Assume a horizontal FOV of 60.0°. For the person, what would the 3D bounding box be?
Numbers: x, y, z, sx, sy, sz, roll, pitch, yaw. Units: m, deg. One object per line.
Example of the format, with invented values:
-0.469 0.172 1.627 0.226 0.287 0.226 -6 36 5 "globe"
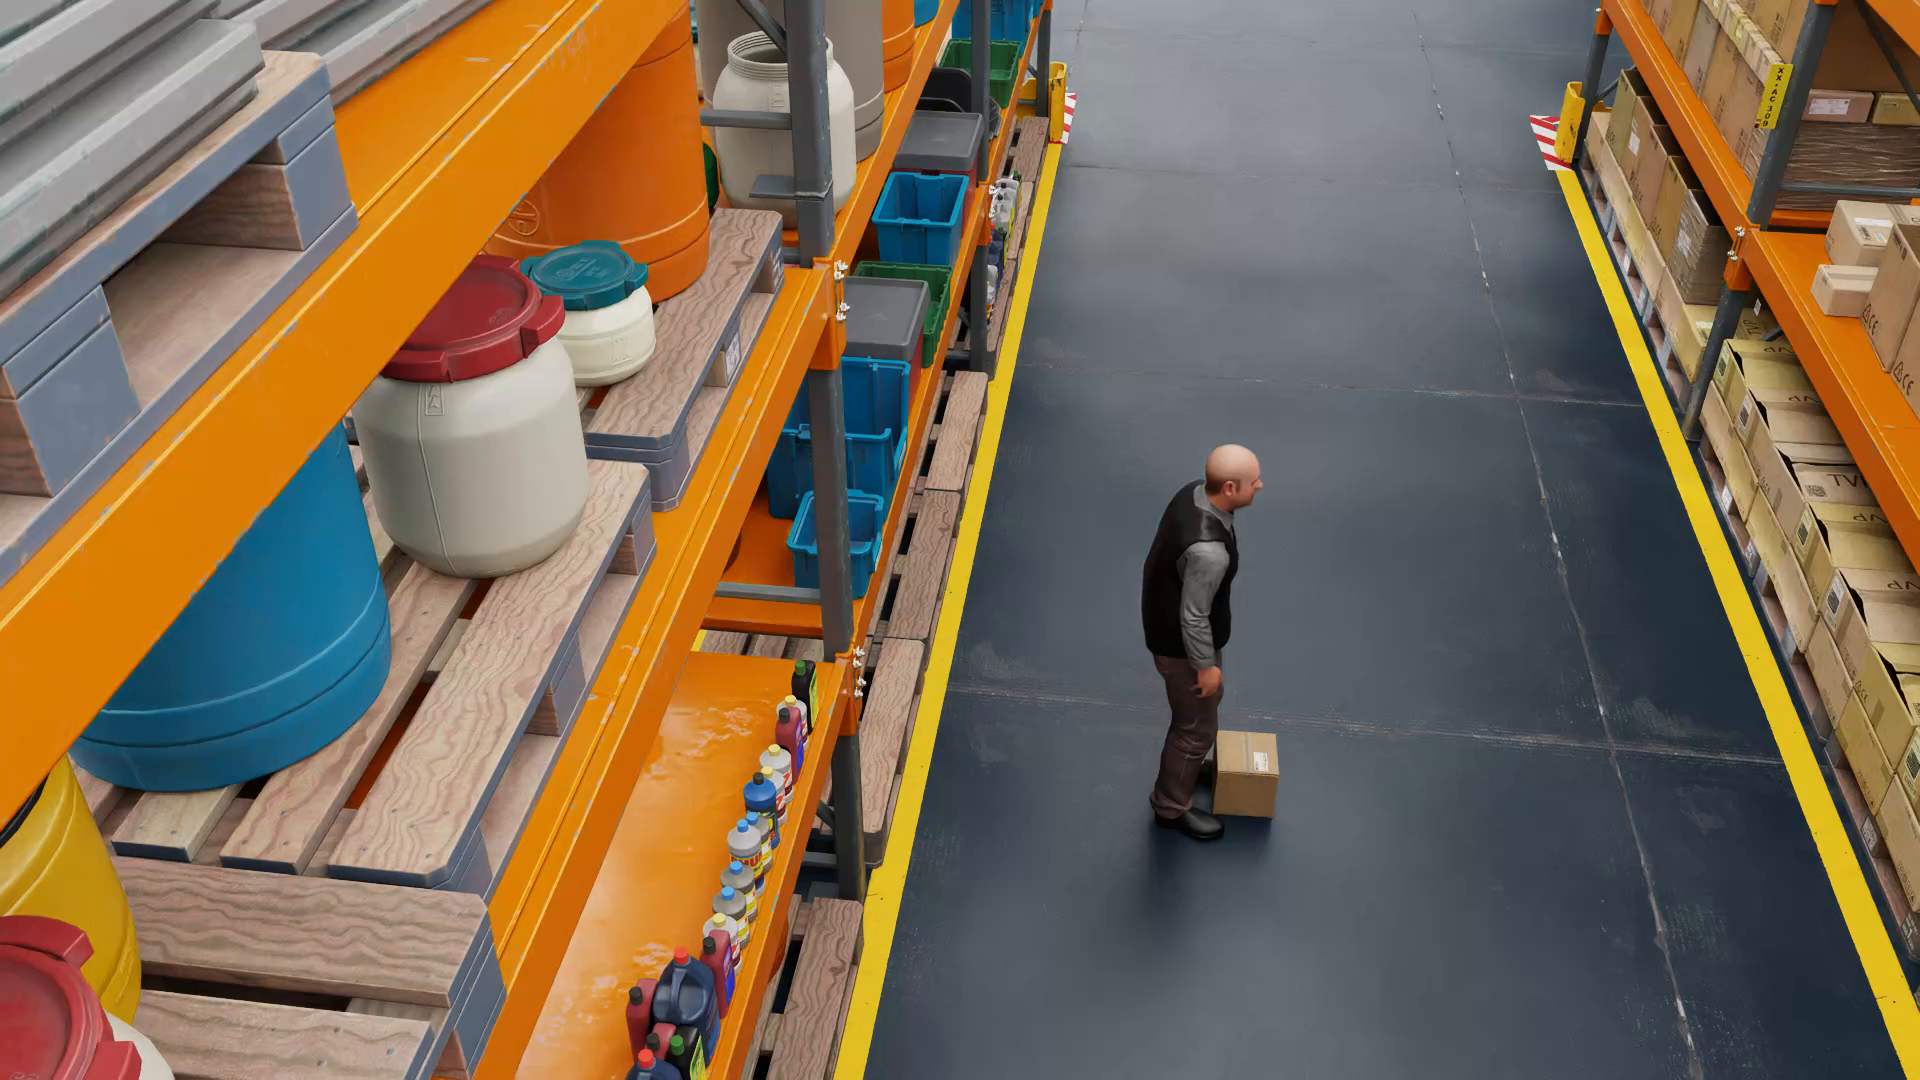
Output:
0.938 0.369 6.563 0.462 1.721 0.587 4 36 5 "person"
